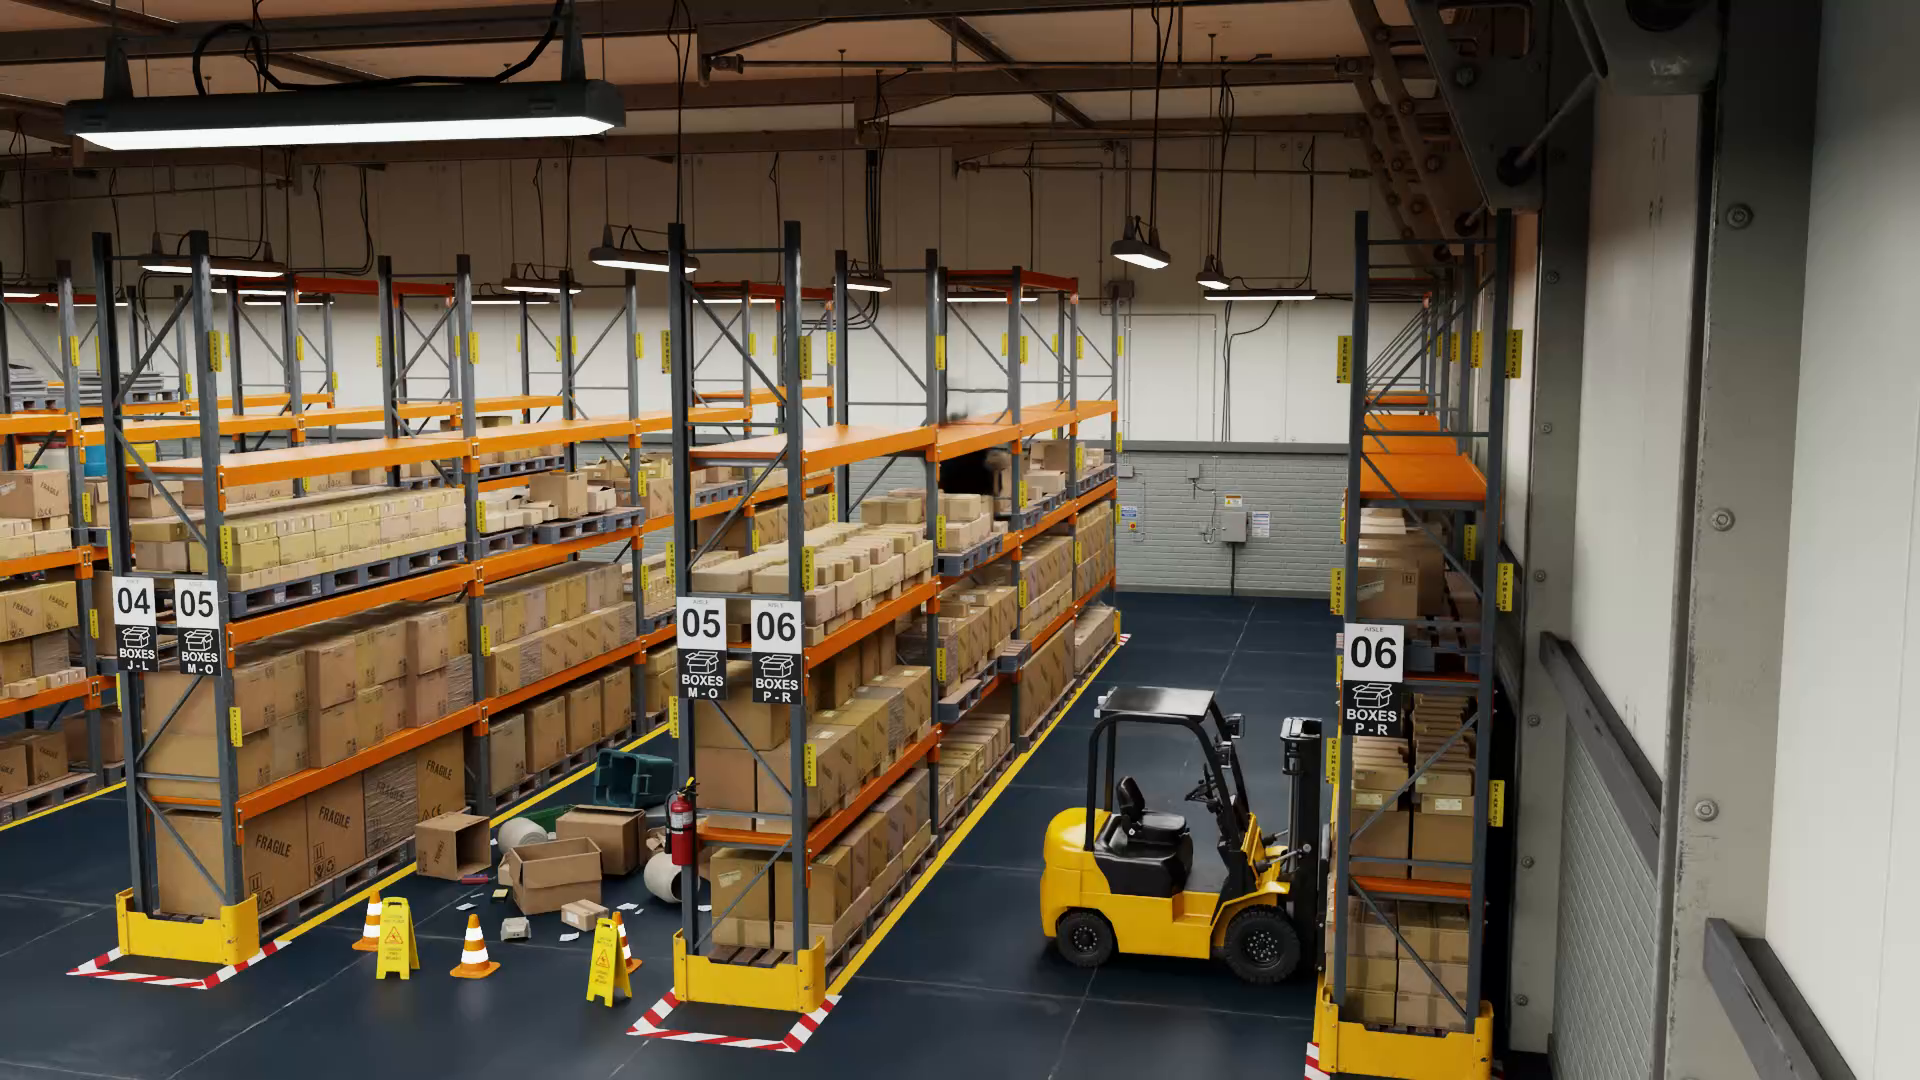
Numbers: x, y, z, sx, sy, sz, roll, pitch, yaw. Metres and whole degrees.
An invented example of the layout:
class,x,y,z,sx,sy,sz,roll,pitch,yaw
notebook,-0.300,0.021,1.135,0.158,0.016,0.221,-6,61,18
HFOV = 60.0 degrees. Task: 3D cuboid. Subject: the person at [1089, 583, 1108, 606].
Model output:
class,x,y,z,sx,sy,sz,roll,pitch,yaw
person,2.439,0.805,29.582,0.503,1.522,0.596,3,8,24
